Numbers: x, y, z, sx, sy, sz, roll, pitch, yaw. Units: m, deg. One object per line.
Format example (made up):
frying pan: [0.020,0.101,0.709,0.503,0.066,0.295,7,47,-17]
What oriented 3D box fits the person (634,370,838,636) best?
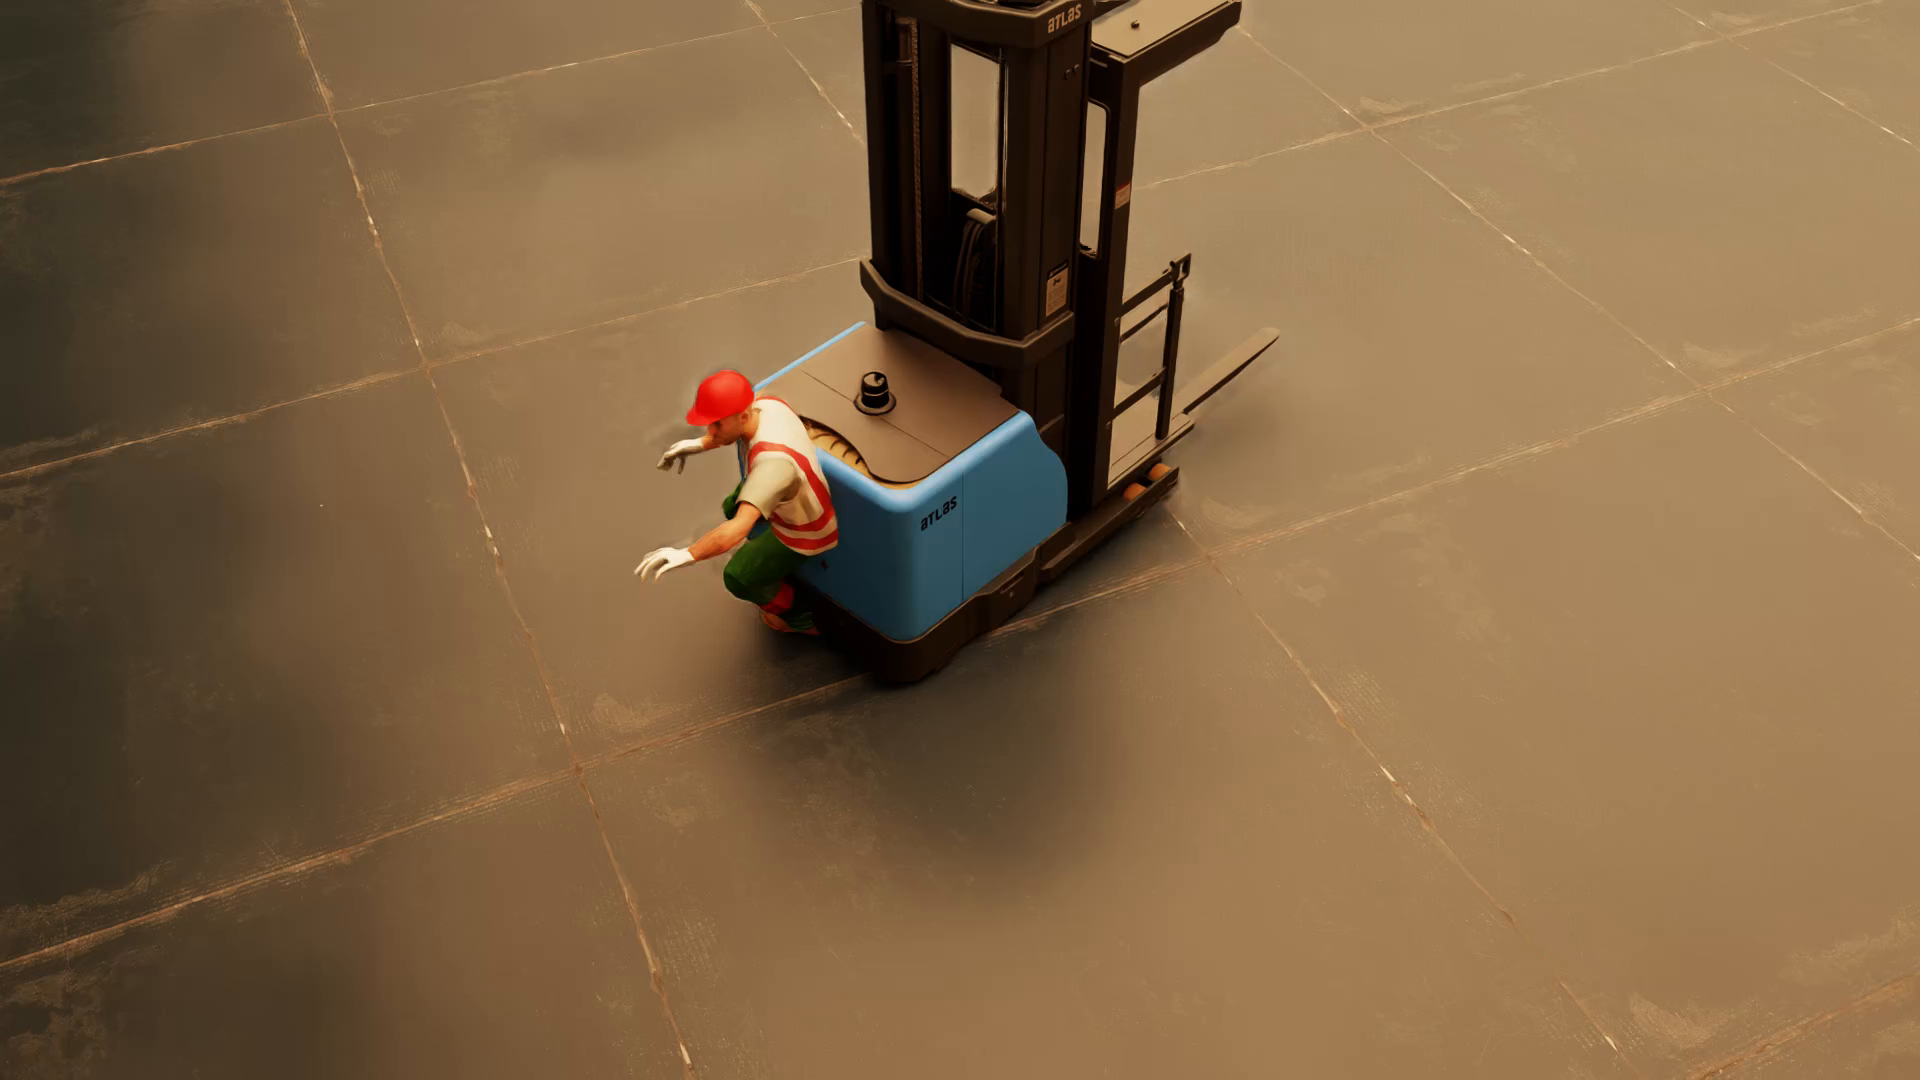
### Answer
person: [-0.921,-0.158,6.905,0.847,1.527,1.448,-8,44,-8]

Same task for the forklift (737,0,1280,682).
forklift: [0.405,-1.388,7.168,1.130,2.935,3.031,32,52,30]
